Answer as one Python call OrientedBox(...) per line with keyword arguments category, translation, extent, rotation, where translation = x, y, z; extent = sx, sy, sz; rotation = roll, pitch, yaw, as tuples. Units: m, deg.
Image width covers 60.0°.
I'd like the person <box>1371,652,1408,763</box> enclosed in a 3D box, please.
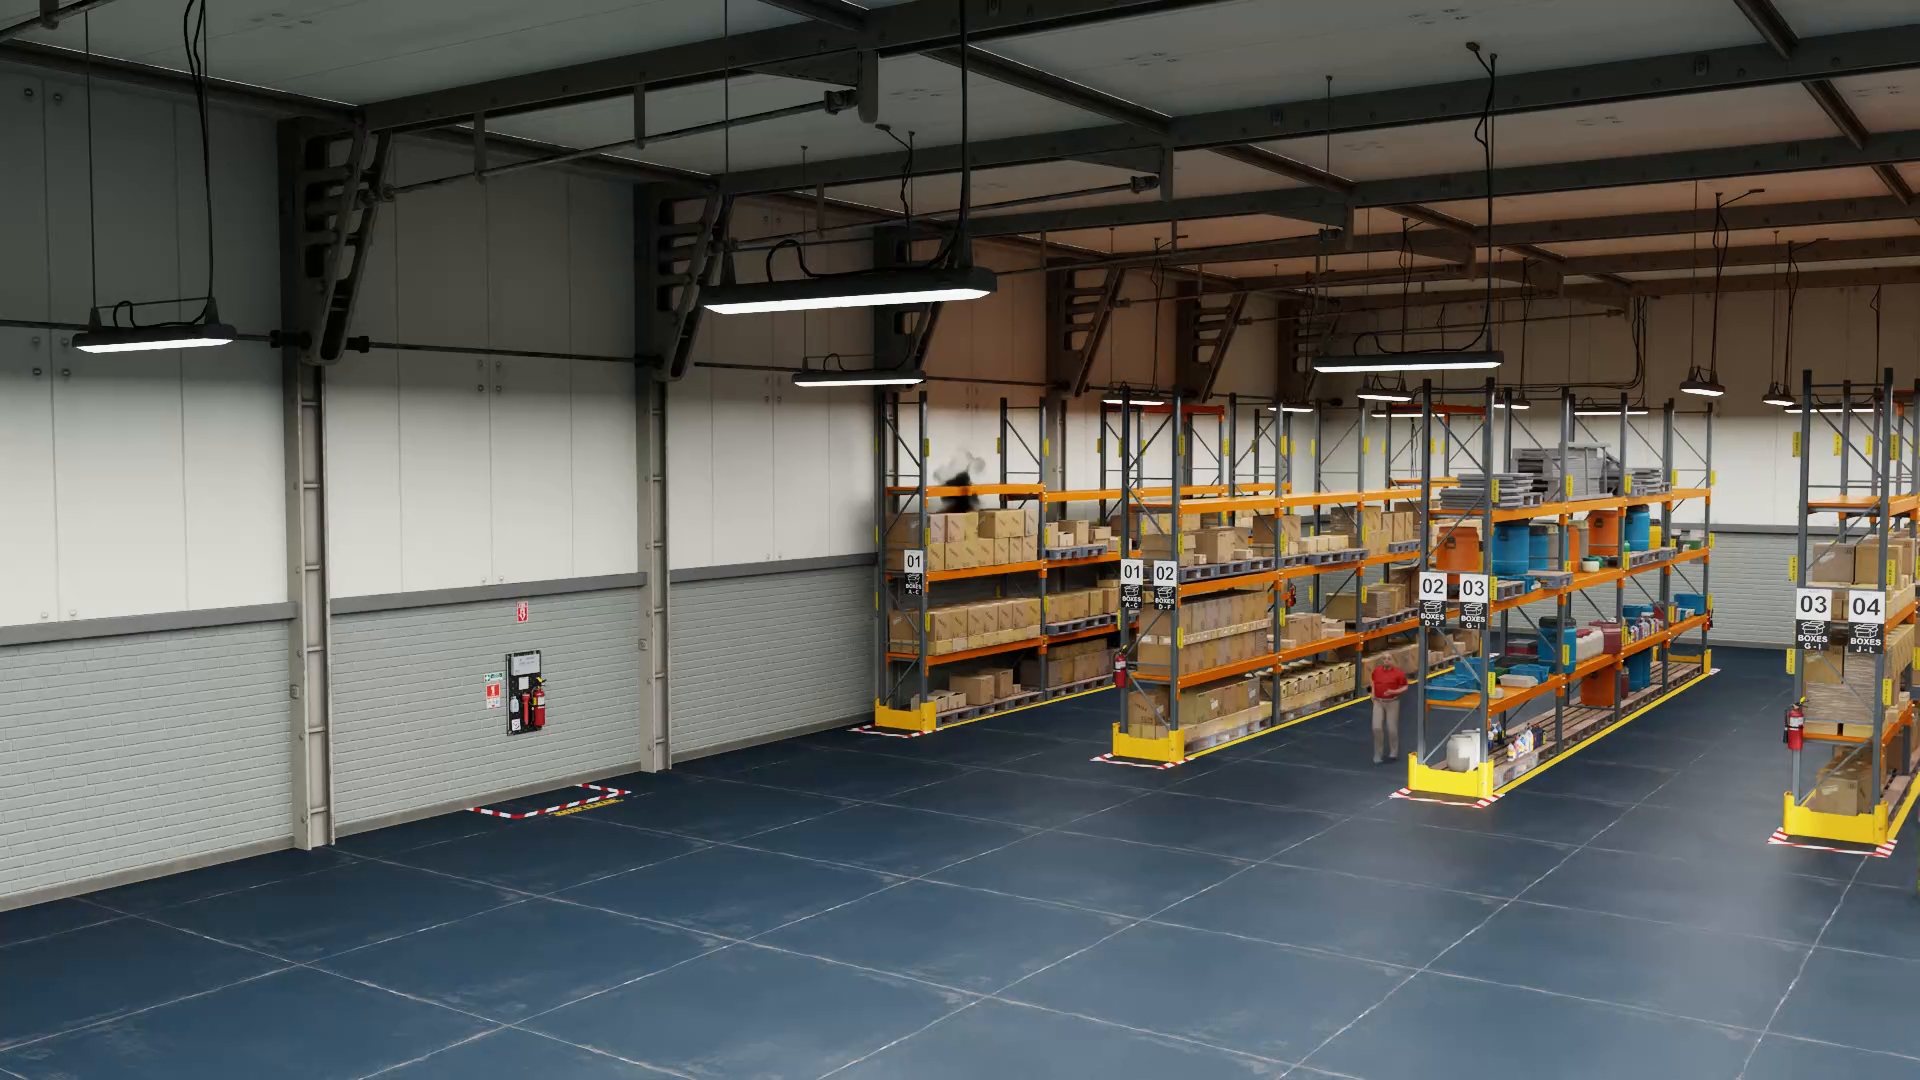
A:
OrientedBox(category="person", translation=(6.828, 2.688, 26.572), extent=(0.651, 1.798, 0.715), rotation=(2, 4, 30))
